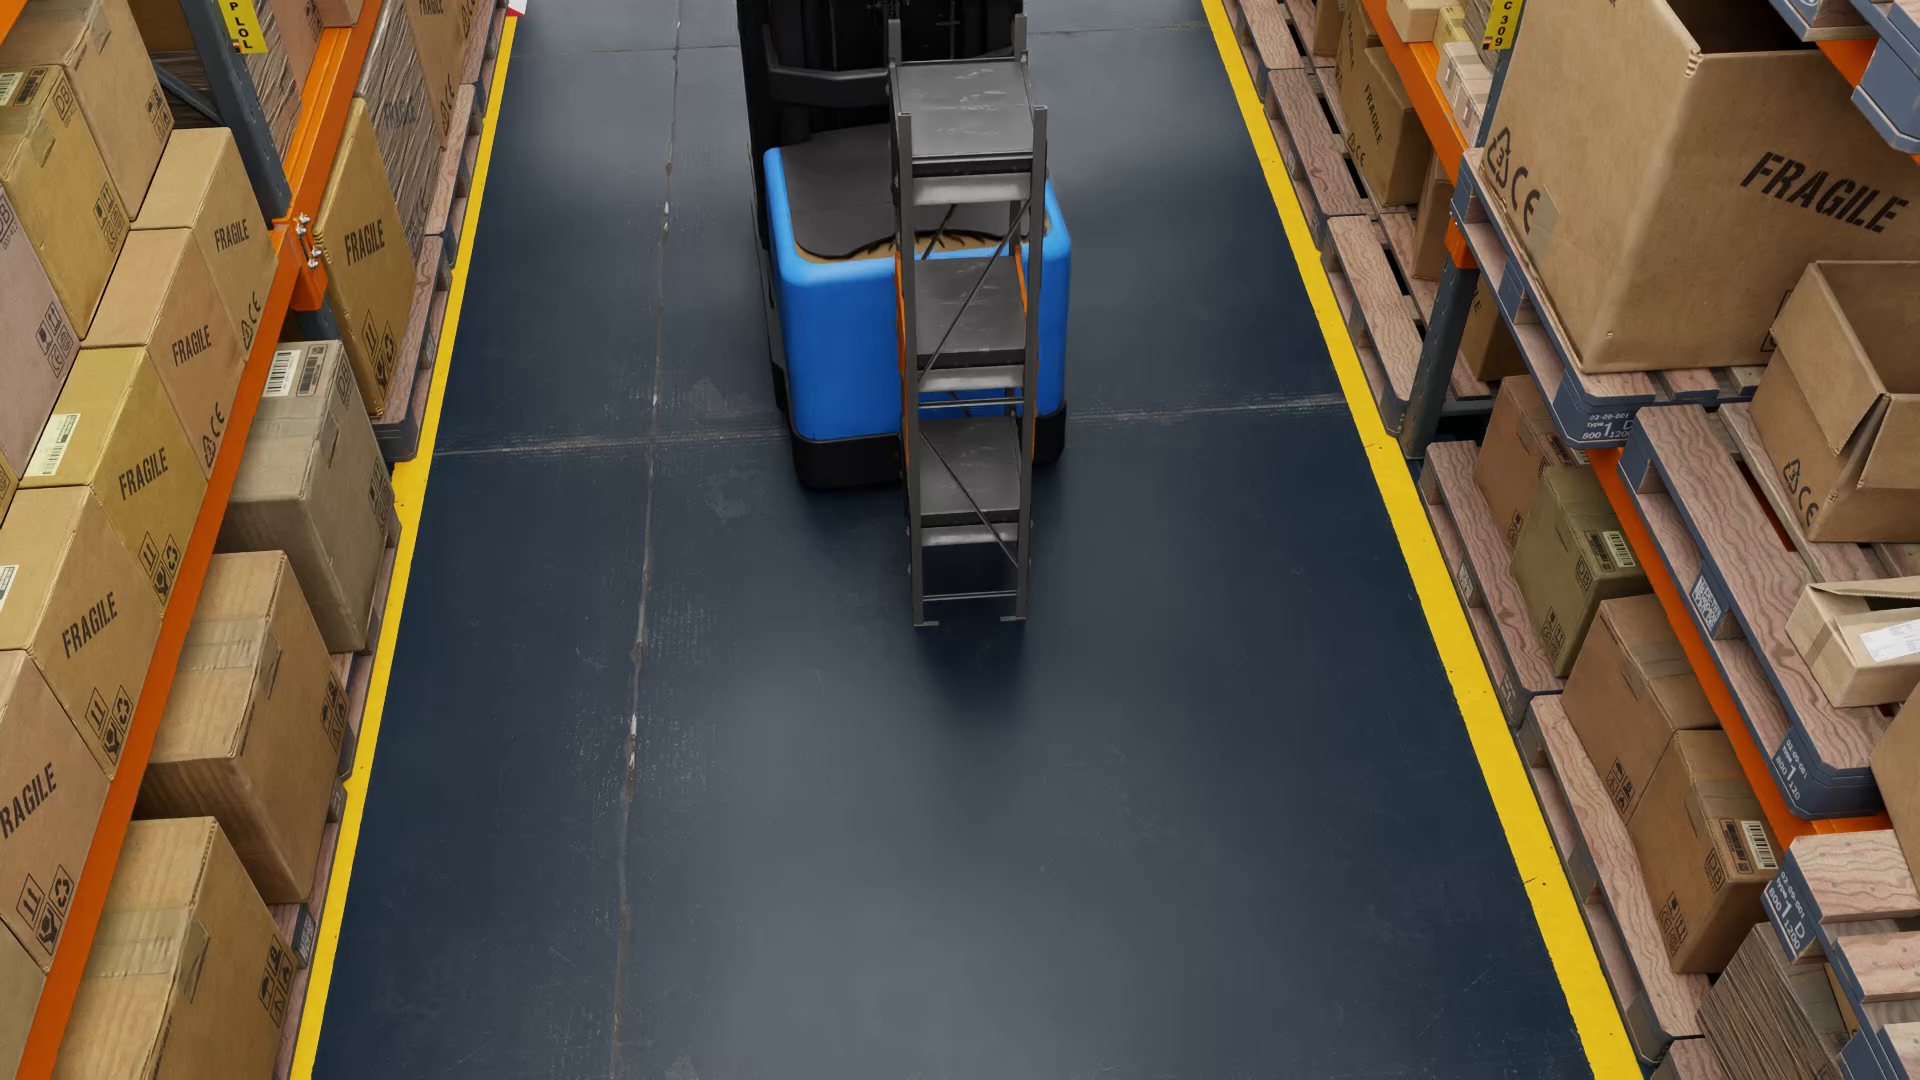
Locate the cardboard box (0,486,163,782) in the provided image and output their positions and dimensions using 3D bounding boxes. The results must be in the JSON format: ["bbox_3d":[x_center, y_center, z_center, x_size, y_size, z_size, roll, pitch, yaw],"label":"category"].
[{"bbox_3d":[-2.263,0.237,3.890,0.500,0.500,0.500,-4,47,-4],"label":"cardboard box"}]

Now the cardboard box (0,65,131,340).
[{"bbox_3d":[-2.610,-0.835,4.218,0.700,0.500,0.500,-4,47,-4],"label":"cardboard box"}]

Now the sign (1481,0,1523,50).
[{"bbox_3d":[1.708,-1.675,5.175,0.100,0.325,0.005,-3,47,-3],"label":"sign"}]

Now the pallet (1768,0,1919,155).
[{"bbox_3d":[2.284,-1.180,3.365,1.213,0.211,1.003,-3,47,-3],"label":"pallet"}]

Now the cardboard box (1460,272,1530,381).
[{"bbox_3d":[2.255,-0.993,6.557,0.500,0.500,0.500,-5,47,-5],"label":"cardboard box"}]

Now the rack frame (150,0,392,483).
[{"bbox_3d":[-2.703,-1.188,5.309,1.000,3.000,0.127,-3,47,-3],"label":"rack frame"}]

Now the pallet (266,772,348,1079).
[{"bbox_3d":[-2.458,1.209,4.959,1.003,0.211,1.213,-3,47,-3],"label":"pallet"}]

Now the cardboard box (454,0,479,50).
[{"bbox_3d":[-2.915,-3.009,8.208,0.875,0.875,0.875,-3,47,-3],"label":"cardboard box"}]

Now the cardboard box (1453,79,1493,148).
[{"bbox_3d":[1.937,-1.468,5.747,0.380,0.149,0.250,-3,47,-3],"label":"cardboard box"}]

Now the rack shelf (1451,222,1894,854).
[{"bbox_3d":[2.416,0.278,4.416,1.077,0.370,4.000,-3,47,-3],"label":"rack shelf"}]

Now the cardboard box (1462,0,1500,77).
[{"bbox_3d":[2.272,-1.882,5.693,0.875,0.500,0.500,-3,47,-3],"label":"cardboard box"}]

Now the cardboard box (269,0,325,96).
[{"bbox_3d":[-2.814,-1.902,5.882,0.875,0.550,0.550,-3,47,-3],"label":"cardboard box"}]

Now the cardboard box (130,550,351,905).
[{"bbox_3d":[-2.484,0.583,4.892,1.050,0.750,0.750,-3,47,-3],"label":"cardboard box"}]

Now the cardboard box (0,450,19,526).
[{"bbox_3d":[-2.527,-0.104,3.525,0.700,0.500,0.500,-4,47,-4],"label":"cardboard box"}]

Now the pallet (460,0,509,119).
[{"bbox_3d":[-2.893,-2.549,8.519,1.003,0.211,1.213,-3,47,-3],"label":"pallet"}]

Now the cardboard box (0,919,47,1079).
[{"bbox_3d":[-2.182,0.963,3.203,0.500,0.500,0.500,-4,47,-4],"label":"cardboard box"}]

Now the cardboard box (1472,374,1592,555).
[{"bbox_3d":[2.278,-0.262,5.851,0.700,0.500,0.500,-7,47,-6],"label":"cardboard box"}]

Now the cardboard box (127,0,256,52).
[{"bbox_3d":[-2.699,-1.880,5.117,0.875,0.550,0.550,-3,47,-3],"label":"cardboard box"}]

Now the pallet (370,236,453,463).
[{"bbox_3d":[-2.688,-0.784,6.847,1.003,0.211,1.213,-3,47,-3],"label":"pallet"}]

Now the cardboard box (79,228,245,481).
[{"bbox_3d":[-2.350,-0.495,4.584,0.500,0.500,0.500,-4,47,-4],"label":"cardboard box"}]

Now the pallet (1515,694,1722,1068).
[{"bbox_3d":[2.420,0.991,5.167,1.003,0.211,1.213,-3,47,-3],"label":"pallet"}]

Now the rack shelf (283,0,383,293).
[{"bbox_3d":[-2.870,-2.388,6.941,1.077,0.370,4.000,-3,47,-3],"label":"rack shelf"}]

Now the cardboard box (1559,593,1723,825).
[{"bbox_3d":[2.347,0.489,5.140,0.700,0.500,0.500,-7,47,-7],"label":"cardboard box"}]

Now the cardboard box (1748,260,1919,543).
[{"bbox_3d":[2.485,-0.348,4.153,0.797,0.503,0.637,1,47,1],"label":"cardboard box"}]

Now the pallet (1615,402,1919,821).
[{"bbox_3d":[2.377,0.114,4.208,1.003,0.211,1.213,-3,47,-3],"label":"pallet"}]

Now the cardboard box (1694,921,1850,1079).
[{"bbox_3d":[2.448,1.302,4.370,0.700,0.500,0.500,-7,47,-7],"label":"cardboard box"}]

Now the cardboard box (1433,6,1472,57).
[{"bbox_3d":[1.965,-1.834,6.094,0.380,0.149,0.250,-3,47,-3],"label":"cardboard box"}]

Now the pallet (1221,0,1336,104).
[{"bbox_3d":[1.953,-2.707,8.668,1.003,0.211,1.213,-3,47,-3],"label":"pallet"}]

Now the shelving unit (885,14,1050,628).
[{"bbox_3d":[0.014,-0.602,5.374,0.431,2.100,0.503,-3,47,-3],"label":"shelving unit"}]

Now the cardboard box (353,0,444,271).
[{"bbox_3d":[-2.765,-1.713,6.981,0.875,0.875,0.875,-3,47,-3],"label":"cardboard box"}]

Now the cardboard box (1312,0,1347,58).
[{"bbox_3d":[2.033,-2.712,8.185,0.500,0.500,0.500,8,47,7],"label":"cardboard box"}]

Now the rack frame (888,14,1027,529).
[{"bbox_3d":[-0.007,-0.779,5.541,0.400,2.100,0.015,-3,47,-3],"label":"rack frame"}]

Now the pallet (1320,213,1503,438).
[{"bbox_3d":[2.157,-0.941,6.996,1.003,0.211,1.213,-3,47,-3],"label":"pallet"}]

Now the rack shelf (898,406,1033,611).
[{"bbox_3d":[0.014,-0.112,5.892,0.431,0.518,0.480,-3,47,-3],"label":"rack shelf"}]

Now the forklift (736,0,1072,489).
[{"bbox_3d":[-0.343,-2.289,6.399,1.130,2.935,3.031,-7,47,-6],"label":"forklift"}]

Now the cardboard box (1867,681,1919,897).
[{"bbox_3d":[2.352,0.513,3.340,0.700,0.500,0.500,3,47,3],"label":"cardboard box"}]

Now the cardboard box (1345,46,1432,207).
[{"bbox_3d":[2.069,-1.851,7.370,0.500,0.500,0.500,-7,47,-7],"label":"cardboard box"}]
